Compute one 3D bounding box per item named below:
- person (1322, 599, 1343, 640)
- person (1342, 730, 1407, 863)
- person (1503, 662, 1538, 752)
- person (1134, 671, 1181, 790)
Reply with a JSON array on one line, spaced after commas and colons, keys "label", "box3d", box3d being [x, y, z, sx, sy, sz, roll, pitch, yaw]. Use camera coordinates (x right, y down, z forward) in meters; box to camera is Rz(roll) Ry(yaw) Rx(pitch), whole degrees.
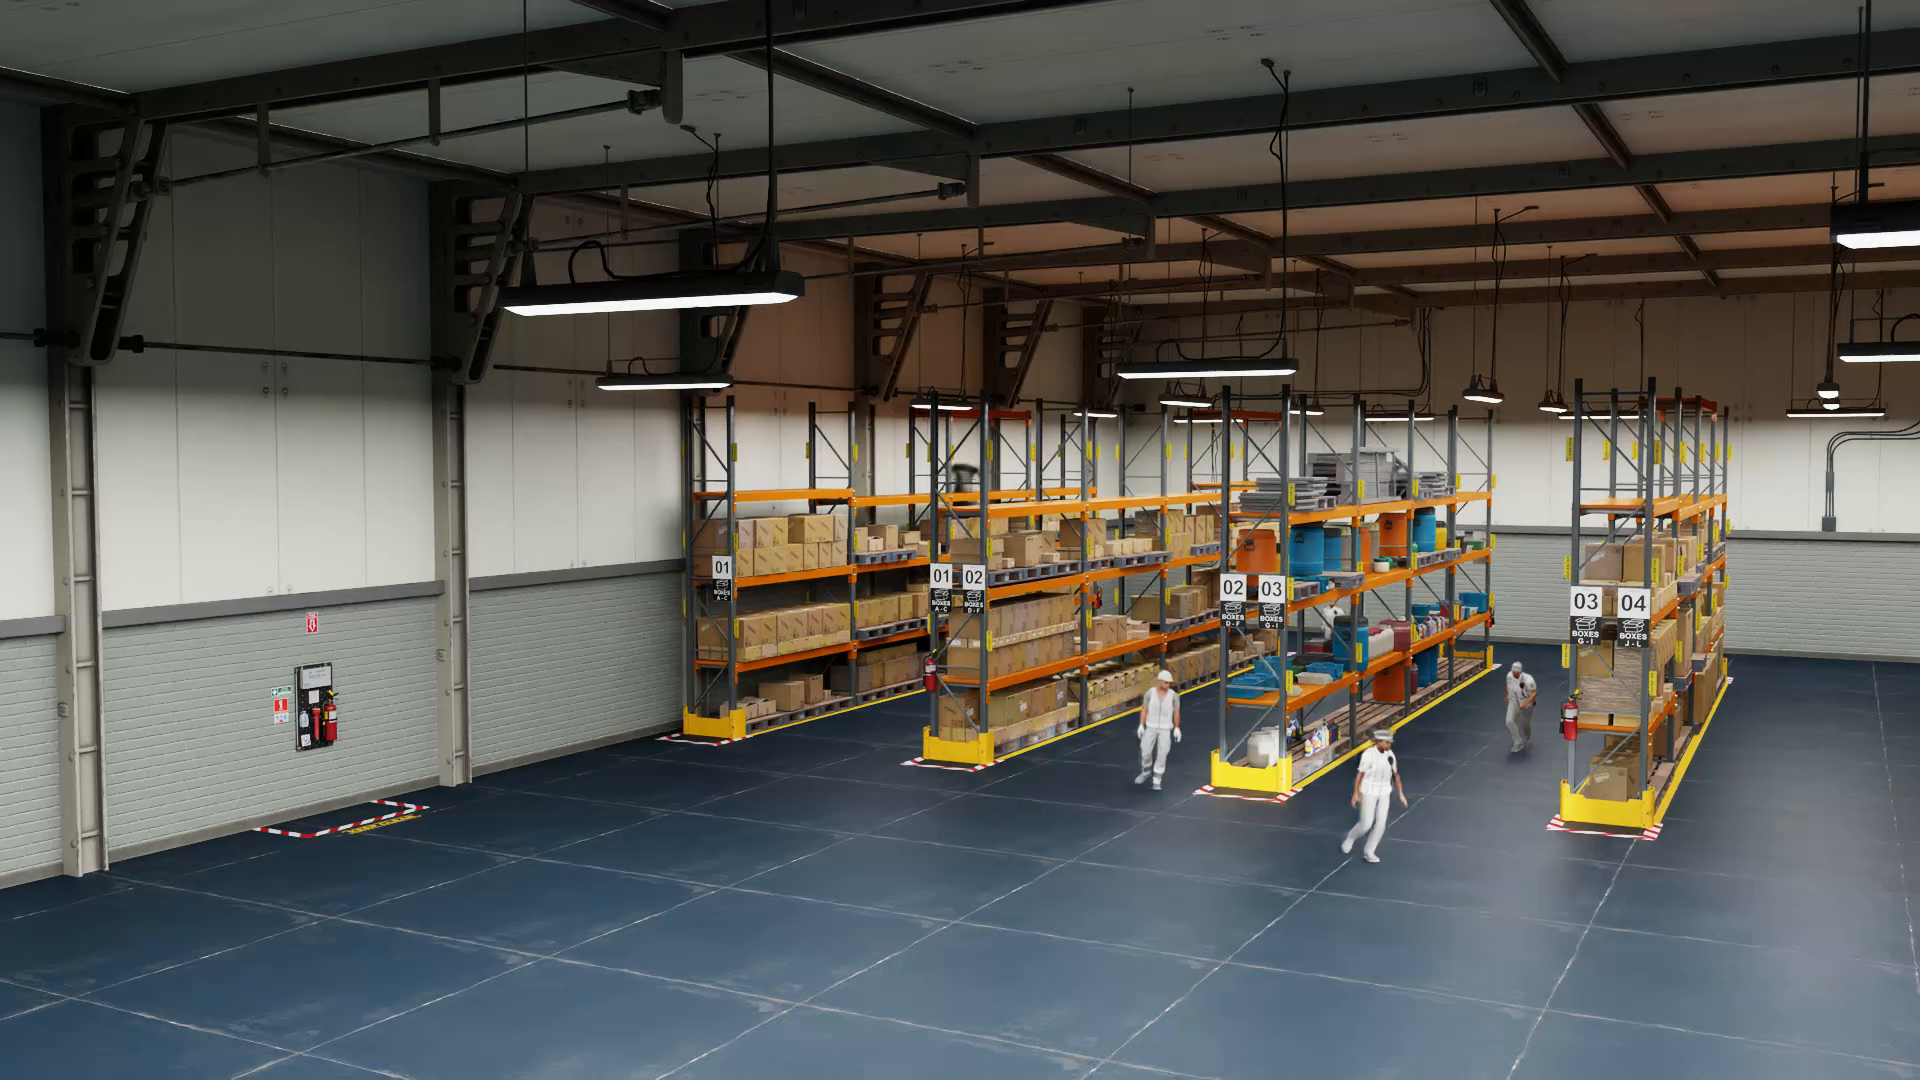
[{"label": "person", "box3d": [8.675, 2.118, 38.751, 0.575, 1.672, 0.646, 1, 3, 23]}, {"label": "person", "box3d": [5.052, 3.113, 20.335, 0.651, 1.624, 0.565, -1, 3, -17]}, {"label": "person", "box3d": [9.468, 2.768, 27.981, 0.604, 1.531, 1.069, 2, 4, 36]}, {"label": "person", "box3d": [2.927, 2.798, 24.609, 0.678, 1.766, 0.492, 0, 3, 4]}]
